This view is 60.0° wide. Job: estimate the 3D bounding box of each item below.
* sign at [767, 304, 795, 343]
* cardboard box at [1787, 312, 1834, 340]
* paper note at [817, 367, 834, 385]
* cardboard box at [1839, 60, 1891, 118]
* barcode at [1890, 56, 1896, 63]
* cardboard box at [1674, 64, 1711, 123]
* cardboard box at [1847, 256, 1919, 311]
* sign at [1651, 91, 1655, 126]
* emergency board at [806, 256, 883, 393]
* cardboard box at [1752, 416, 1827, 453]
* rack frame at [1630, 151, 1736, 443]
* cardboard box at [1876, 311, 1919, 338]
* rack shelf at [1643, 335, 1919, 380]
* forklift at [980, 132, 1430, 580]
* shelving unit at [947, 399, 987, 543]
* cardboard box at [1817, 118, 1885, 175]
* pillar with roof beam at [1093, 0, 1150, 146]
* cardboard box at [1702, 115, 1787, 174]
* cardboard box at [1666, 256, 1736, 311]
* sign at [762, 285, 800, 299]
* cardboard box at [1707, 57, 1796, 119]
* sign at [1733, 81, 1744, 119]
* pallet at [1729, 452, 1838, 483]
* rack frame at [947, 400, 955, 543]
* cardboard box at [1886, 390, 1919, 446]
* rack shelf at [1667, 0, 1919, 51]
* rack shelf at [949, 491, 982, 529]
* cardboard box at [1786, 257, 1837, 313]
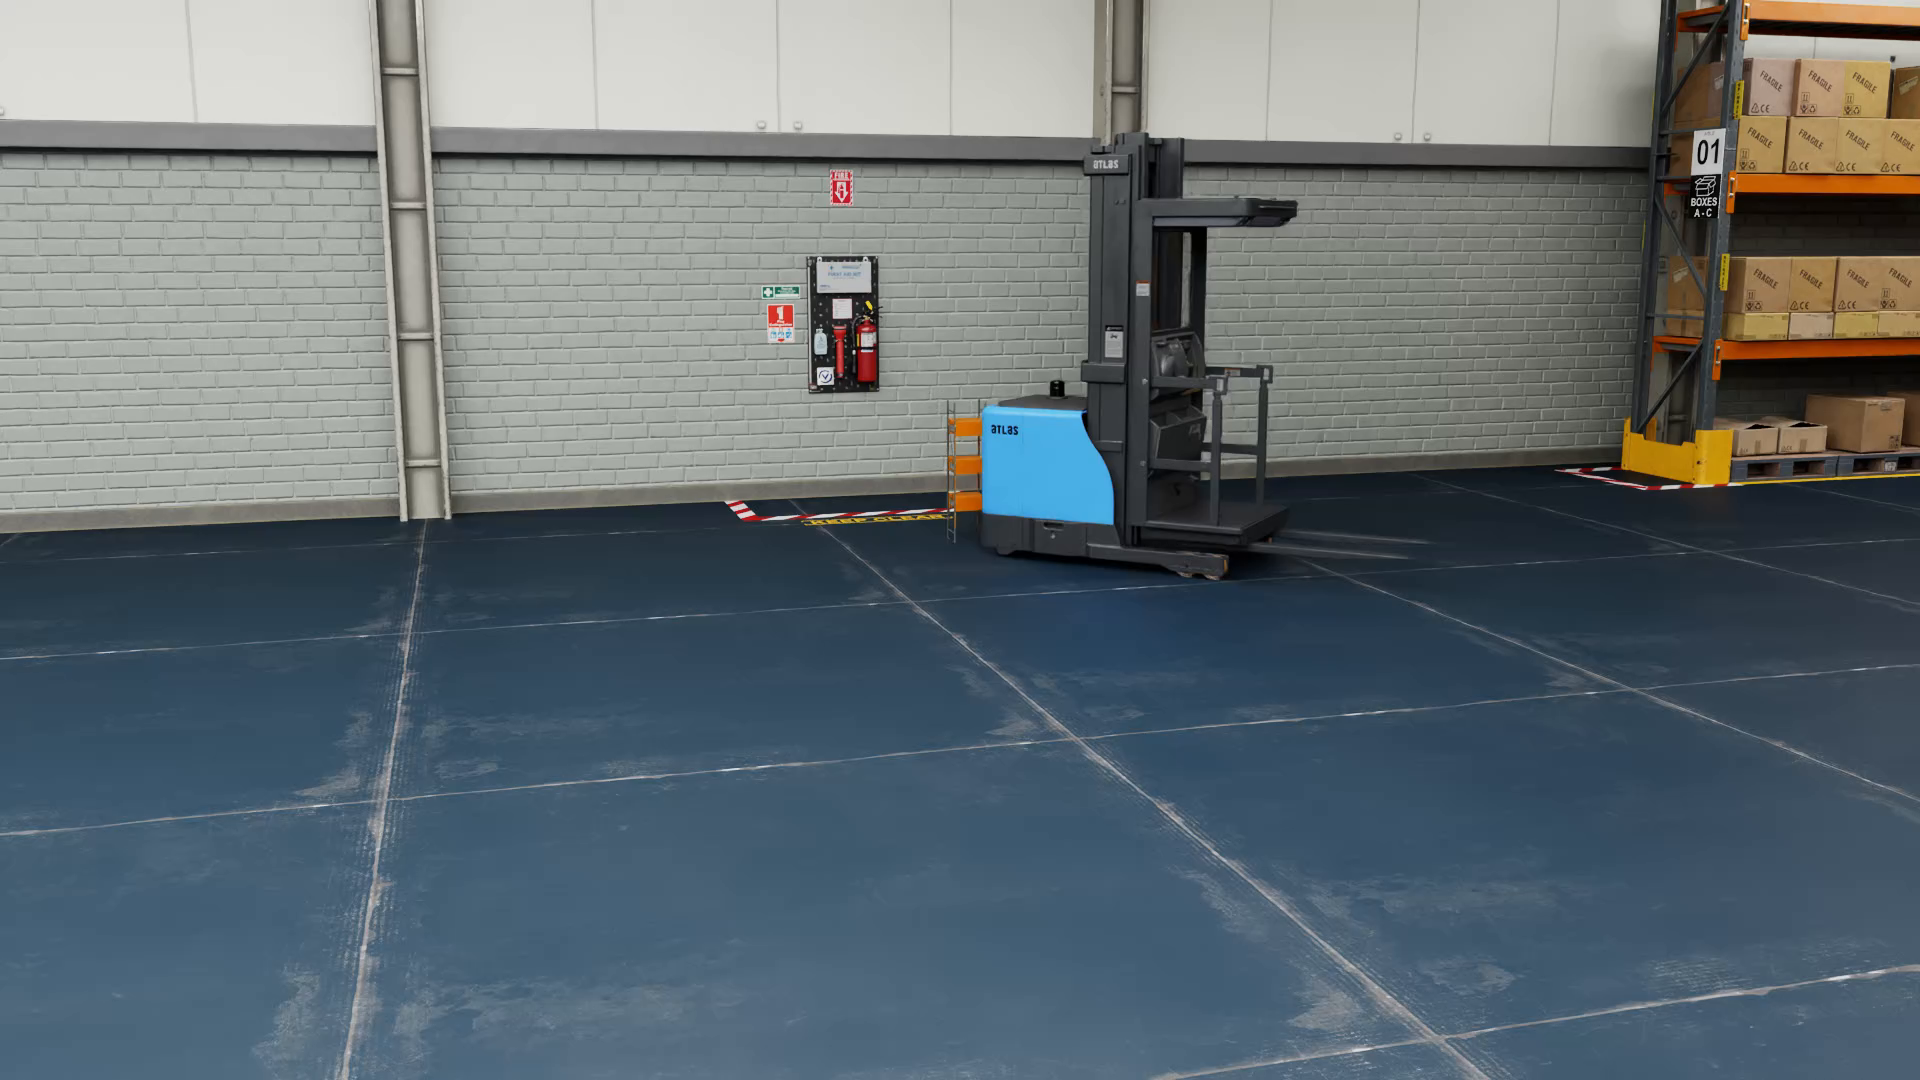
[{"bbox_3d":[-1.535,-1.856,14.245,0.234,0.329,0.001,-3,11,-16],"label":"sign"},{"bbox_3d":[7.791,-2.019,15.589,0.500,0.250,0.500,-3,11,-18],"label":"cardboard box"},{"bbox_3d":[-1.164,-1.418,14.399,0.142,0.148,0.016,-3,11,-16],"label":"paper note"},{"bbox_3d":[8.161,-4.133,15.331,0.500,0.500,0.500,-3,11,-14],"label":"cardboard box"},{"bbox_3d":[9.125,-4.701,16.266,0.075,0.075,0.001,-3,11,-16],"label":"barcode"},{"bbox_3d":[7.080,-4.178,15.579,0.500,0.500,0.500,-3,11,-13],"label":"cardboard box"},{"bbox_3d":[8.749,-2.438,15.793,0.500,0.500,0.500,-3,11,-14],"label":"cardboard box"},{"bbox_3d":[6.603,-4.093,15.764,0.005,0.325,0.100,-3,11,-16],"label":"sign"},{"bbox_3d":[-0.975,-1.849,14.303,0.643,1.169,0.194,-3,11,-16],"label":"emergency board"},{"bbox_3d":[7.976,-1.027,16.052,0.500,0.311,0.500,-2,11,-11],"label":"cardboard box"},{"bbox_3d":[6.739,-2.085,15.586,0.127,3.000,1.000,-3,11,-16],"label":"rack frame"},{"bbox_3d":[8.767,-2.069,15.860,0.500,0.250,0.500,-3,11,-15],"label":"cardboard box"},{"bbox_3d":[8.659,-1.832,16.201,4.000,0.370,1.077,-3,11,-16],"label":"rack shelf"},{"bbox_3d":[1.688,-1.285,11.429,3.031,2.935,1.130,5,12,27],"label":"forklift"},{"bbox_3d":[0.051,-0.519,12.466,0.252,1.050,0.215,-3,11,-16],"label":"shelving unit"},{"bbox_3d":[8.153,-3.640,15.420,0.500,0.500,0.500,-2,11,-13],"label":"cardboard box"},{"bbox_3d":[2.612,-4.169,10.338,0.400,9.000,9.100,-3,11,-16],"label":"pillar with roof beam"},{"bbox_3d":[7.130,-3.593,15.160,0.500,0.500,0.500,-3,11,-14],"label":"cardboard box"},{"bbox_3d":[7.132,-2.451,15.860,0.500,0.500,0.500,-3,11,-17],"label":"cardboard box"},{"bbox_3d":[-1.528,-2.115,14.190,0.331,0.109,0.001,-3,11,-16],"label":"sign"},{"bbox_3d":[7.177,-4.088,15.090,0.500,0.500,0.500,-4,11,-20],"label":"cardboard box"},{"bbox_3d":[6.891,-3.896,14.723,0.005,0.325,0.100,-3,11,-16],"label":"sign"},{"bbox_3d":[7.602,-0.752,16.050,1.213,0.211,1.003,-3,11,-16],"label":"pallet"},{"bbox_3d":[-0.066,-0.513,12.433,0.008,1.050,0.200,-3,11,-16],"label":"rack frame"},{"bbox_3d":[9.594,-1.215,16.549,0.500,0.500,0.500,-4,11,-20],"label":"cardboard box"},{"bbox_3d":[8.659,-4.781,15.658,4.000,0.370,1.077,-3,11,-16],"label":"rack shelf"},{"bbox_3d":[0.051,-0.235,12.518,0.240,0.259,0.215,-3,11,-16],"label":"rack shelf"},{"bbox_3d":[7.759,-2.385,15.504,0.500,0.500,0.500,-3,11,-16],"label":"cardboard box"}]
